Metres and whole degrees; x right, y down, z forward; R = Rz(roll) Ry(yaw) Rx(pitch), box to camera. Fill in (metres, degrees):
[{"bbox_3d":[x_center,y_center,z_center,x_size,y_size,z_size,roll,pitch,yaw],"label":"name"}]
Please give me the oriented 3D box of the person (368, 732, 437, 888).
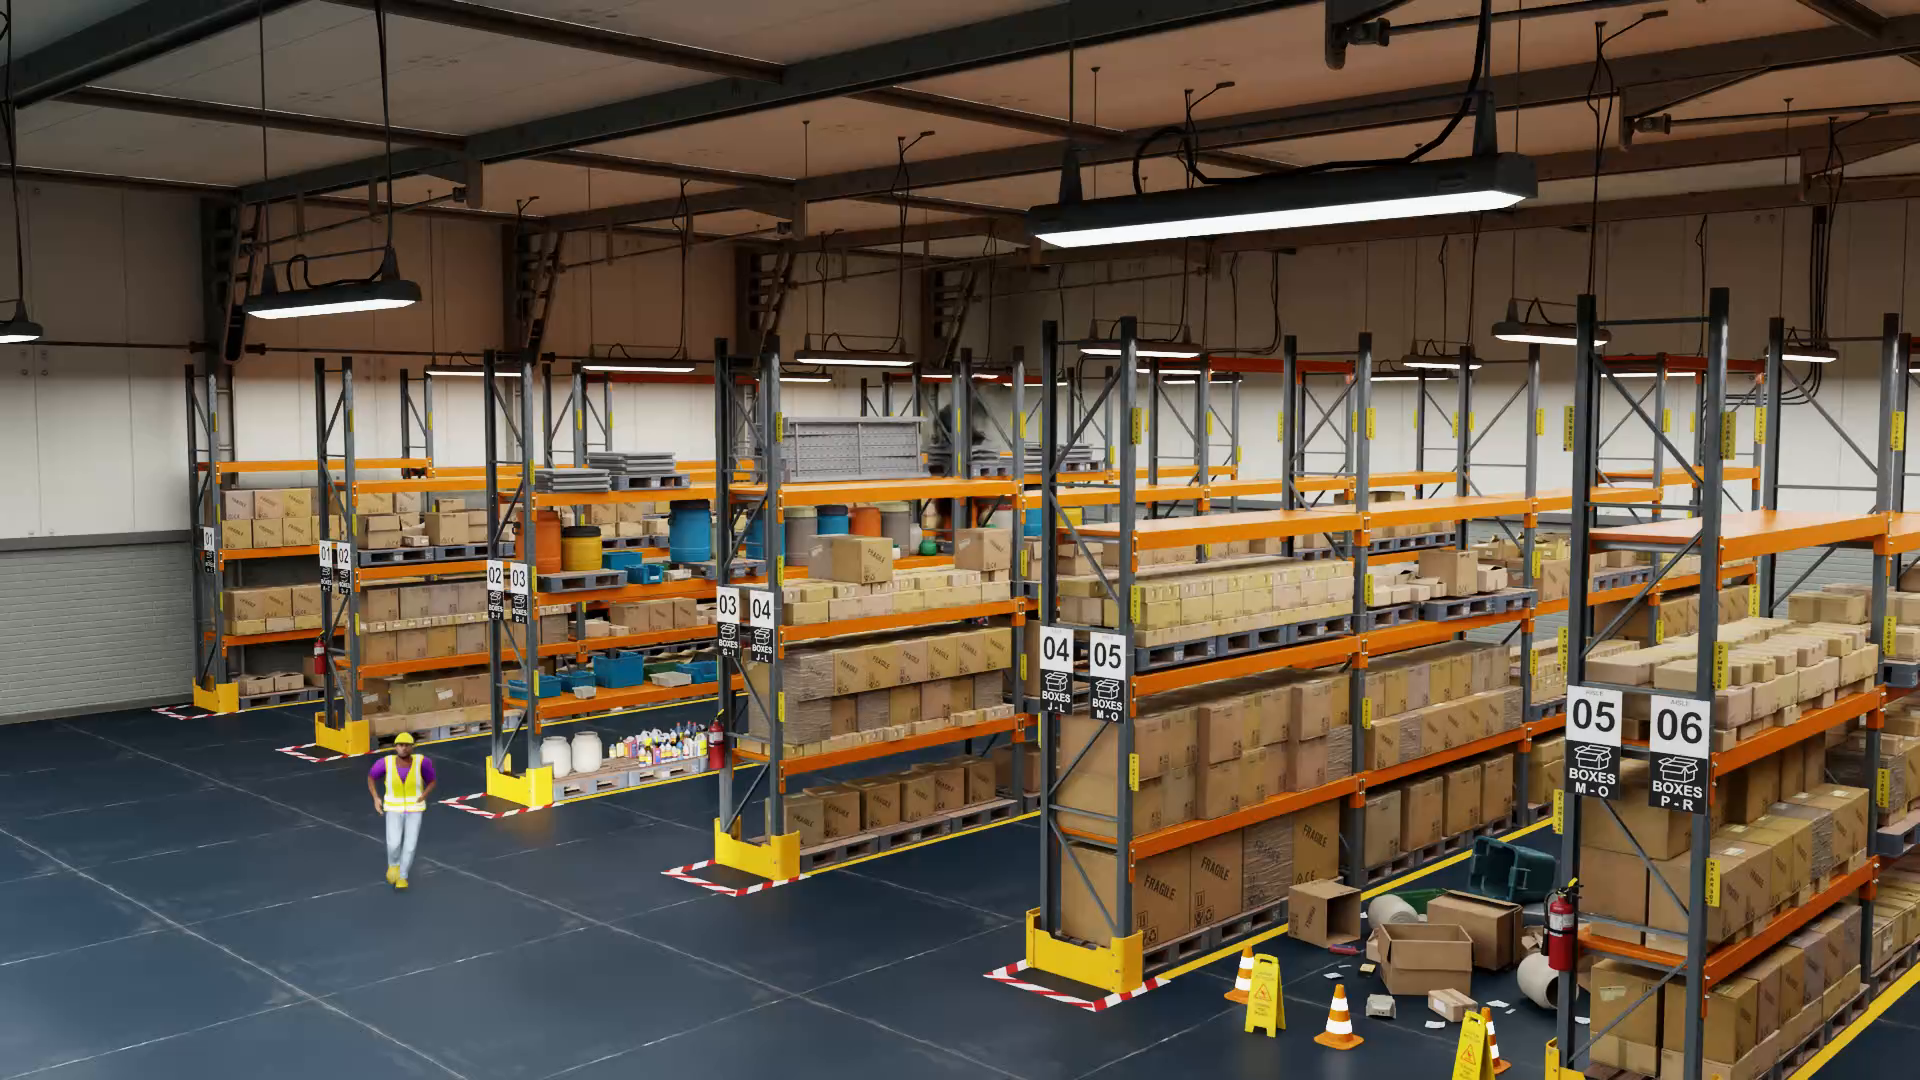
[{"bbox_3d":[-6.001,2.923,17.947,0.699,1.718,0.612,-2,5,-22],"label":"person"}]
